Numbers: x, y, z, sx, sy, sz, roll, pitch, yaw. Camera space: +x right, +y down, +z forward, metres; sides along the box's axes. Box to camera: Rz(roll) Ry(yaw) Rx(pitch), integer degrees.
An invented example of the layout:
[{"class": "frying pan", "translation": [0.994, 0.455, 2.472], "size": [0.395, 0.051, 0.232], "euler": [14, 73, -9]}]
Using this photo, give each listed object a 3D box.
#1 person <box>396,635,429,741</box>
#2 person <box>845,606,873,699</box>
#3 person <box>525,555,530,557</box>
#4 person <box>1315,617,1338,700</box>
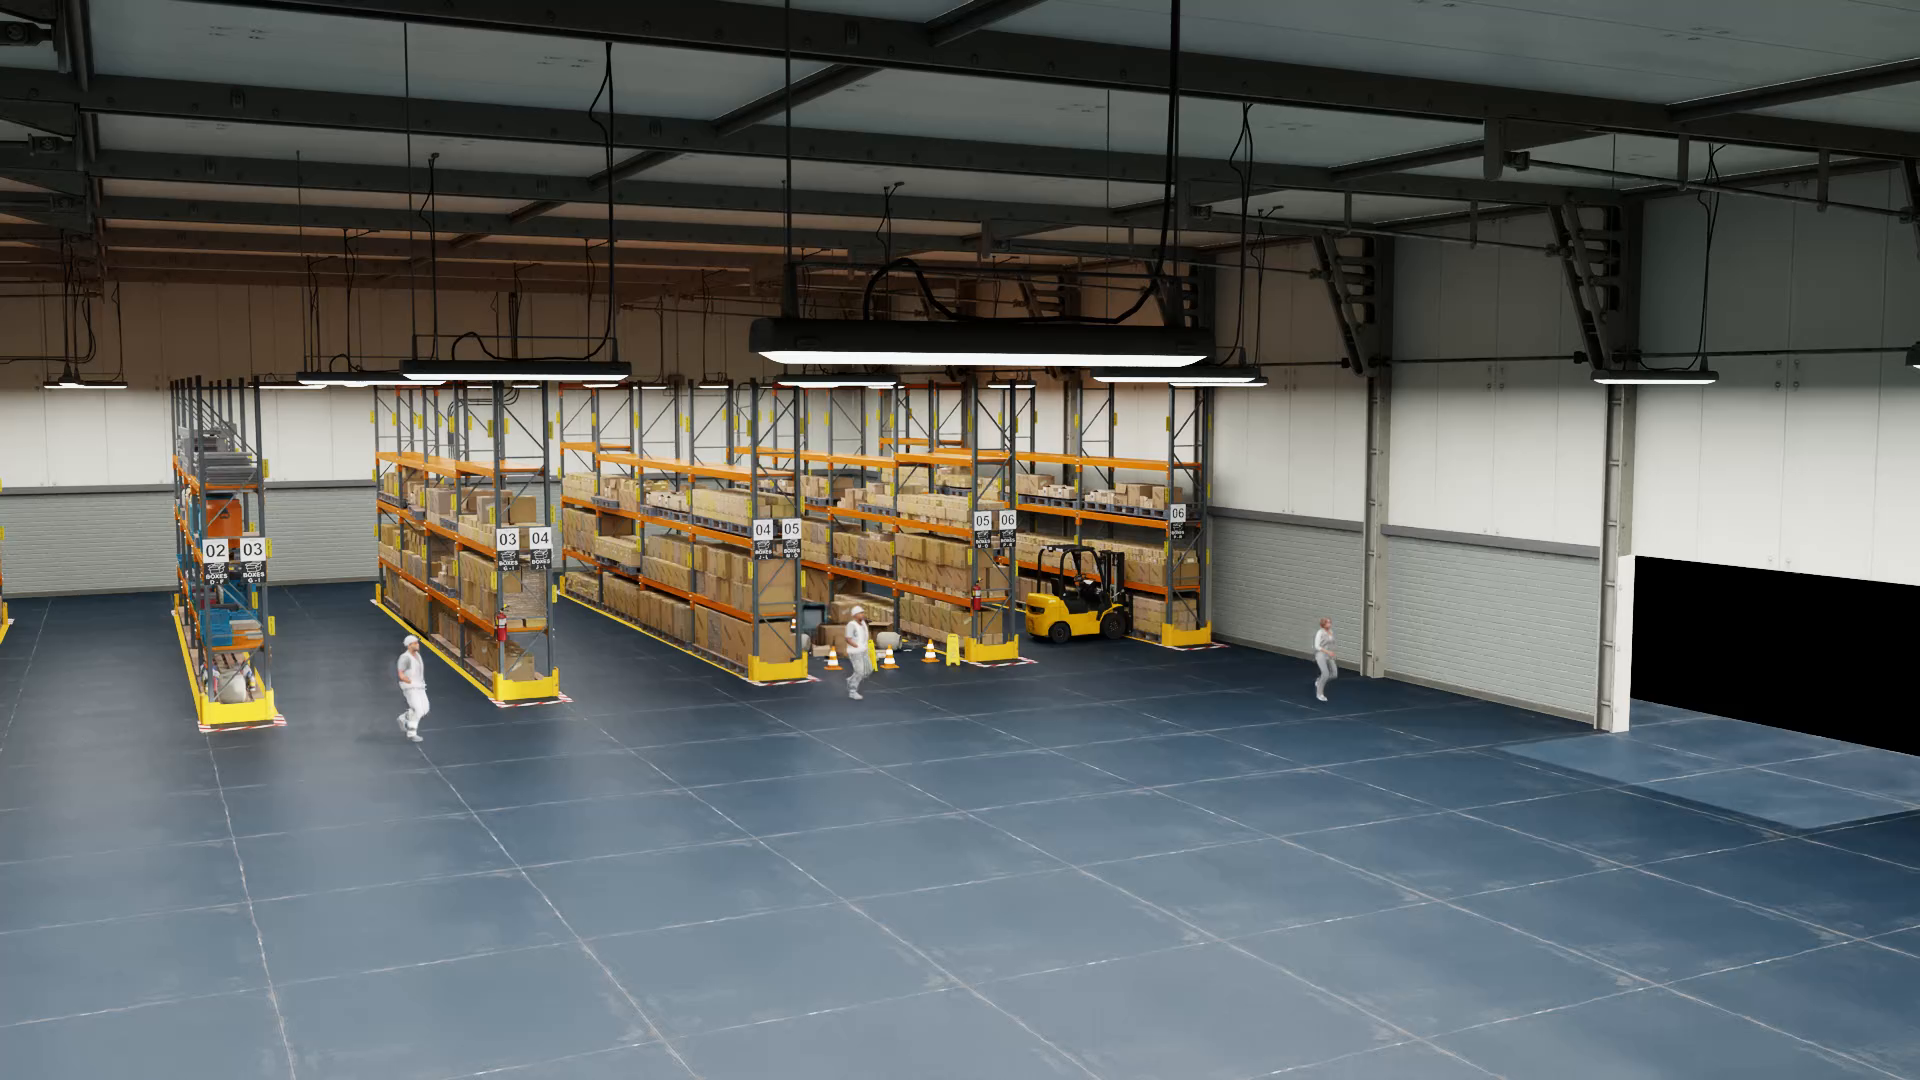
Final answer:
[{"class": "person", "translation": [-9.020, 2.429, 27.326], "size": [0.622, 1.742, 0.692], "euler": [1, 5, 8]}, {"class": "person", "translation": [-1.892, 2.093, 31.072], "size": [0.613, 1.733, 0.719], "euler": [2, 6, 25]}, {"class": "person", "translation": [-12.201, 0.800, 46.238], "size": [0.660, 1.636, 0.895], "euler": [-1, 5, -13]}, {"class": "person", "translation": [6.801, 2.202, 30.882], "size": [0.570, 1.560, 0.562], "euler": [-4, 6, -38]}]
